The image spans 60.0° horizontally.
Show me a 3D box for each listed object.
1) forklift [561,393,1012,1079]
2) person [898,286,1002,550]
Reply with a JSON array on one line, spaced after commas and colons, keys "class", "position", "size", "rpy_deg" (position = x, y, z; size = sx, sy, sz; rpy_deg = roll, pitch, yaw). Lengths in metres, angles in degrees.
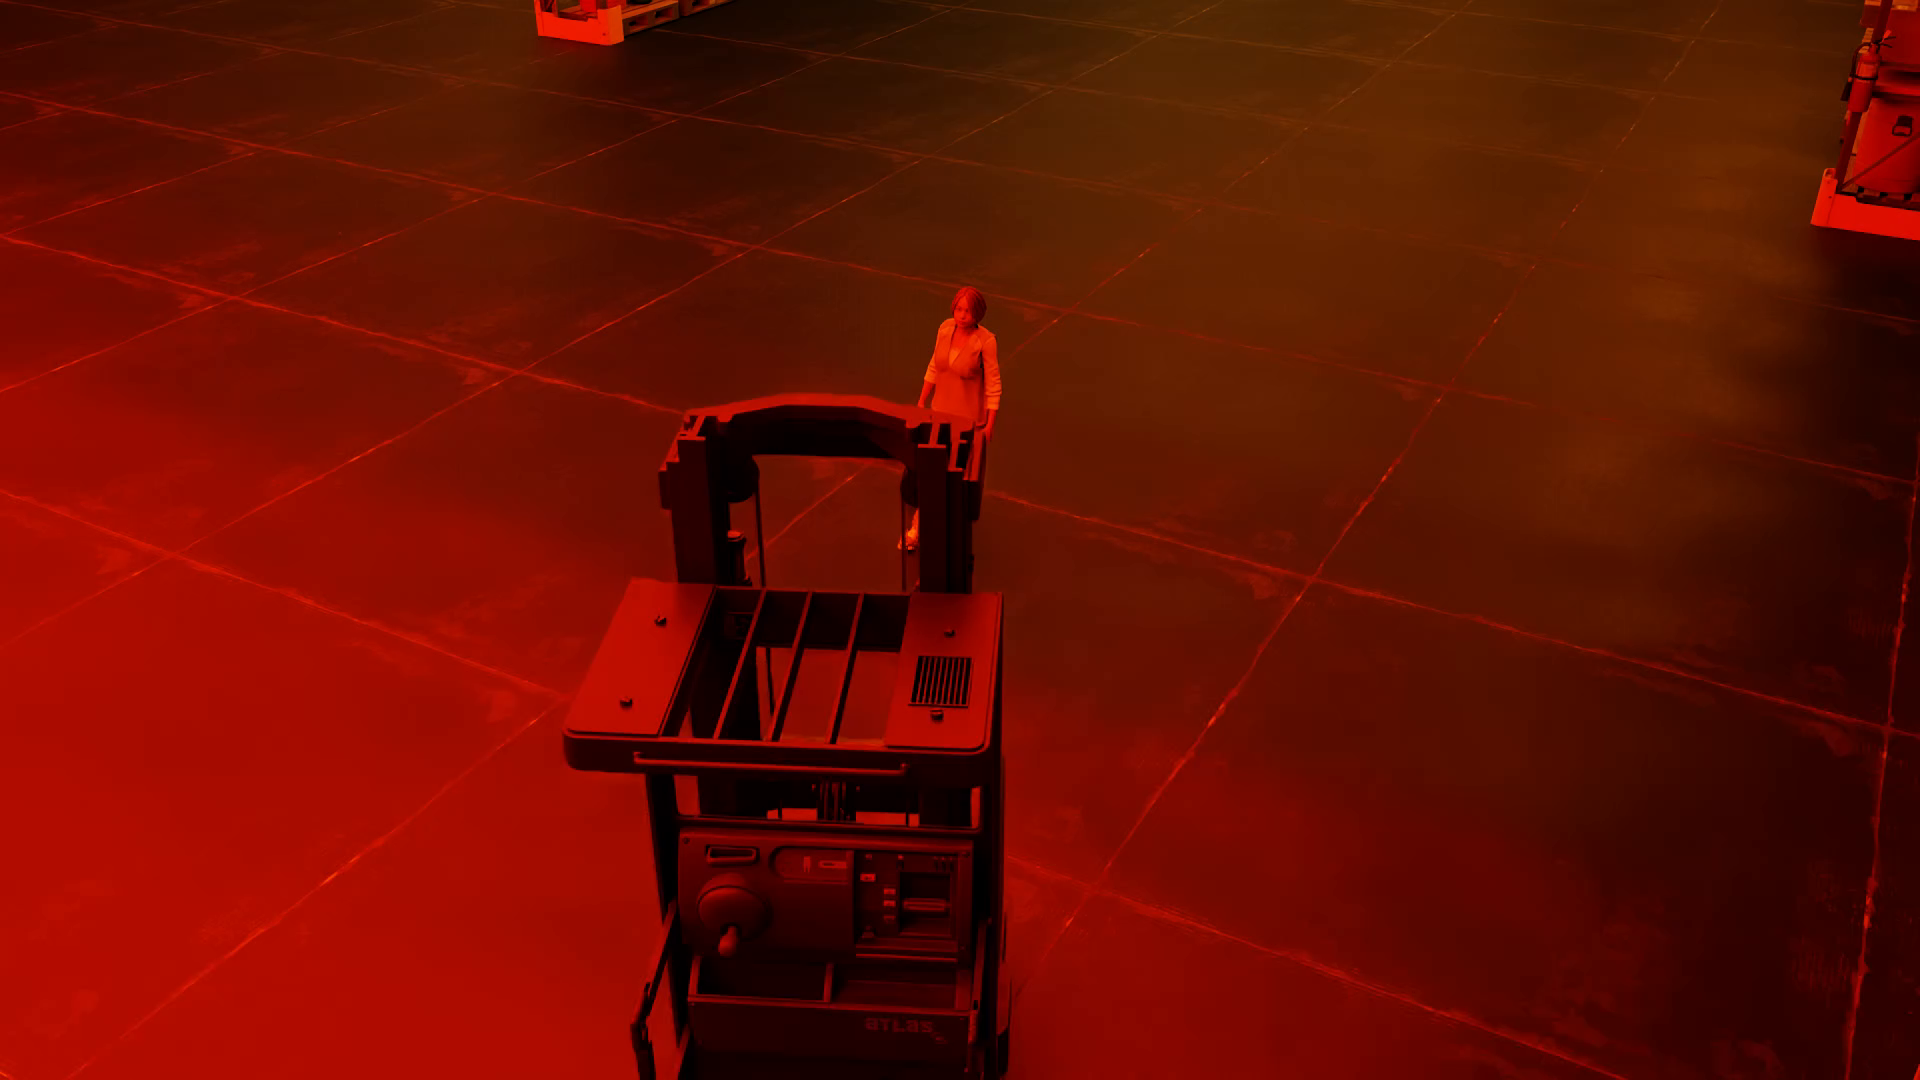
[{"class": "forklift", "position": [-0.437, 1.169, 5.044], "size": [1.130, 2.935, 3.031], "rpy_deg": [2, 30, 4]}, {"class": "person", "position": [-0.048, -0.669, 9.550], "size": [0.520, 1.597, 0.475], "rpy_deg": [15, 33, 25]}]
